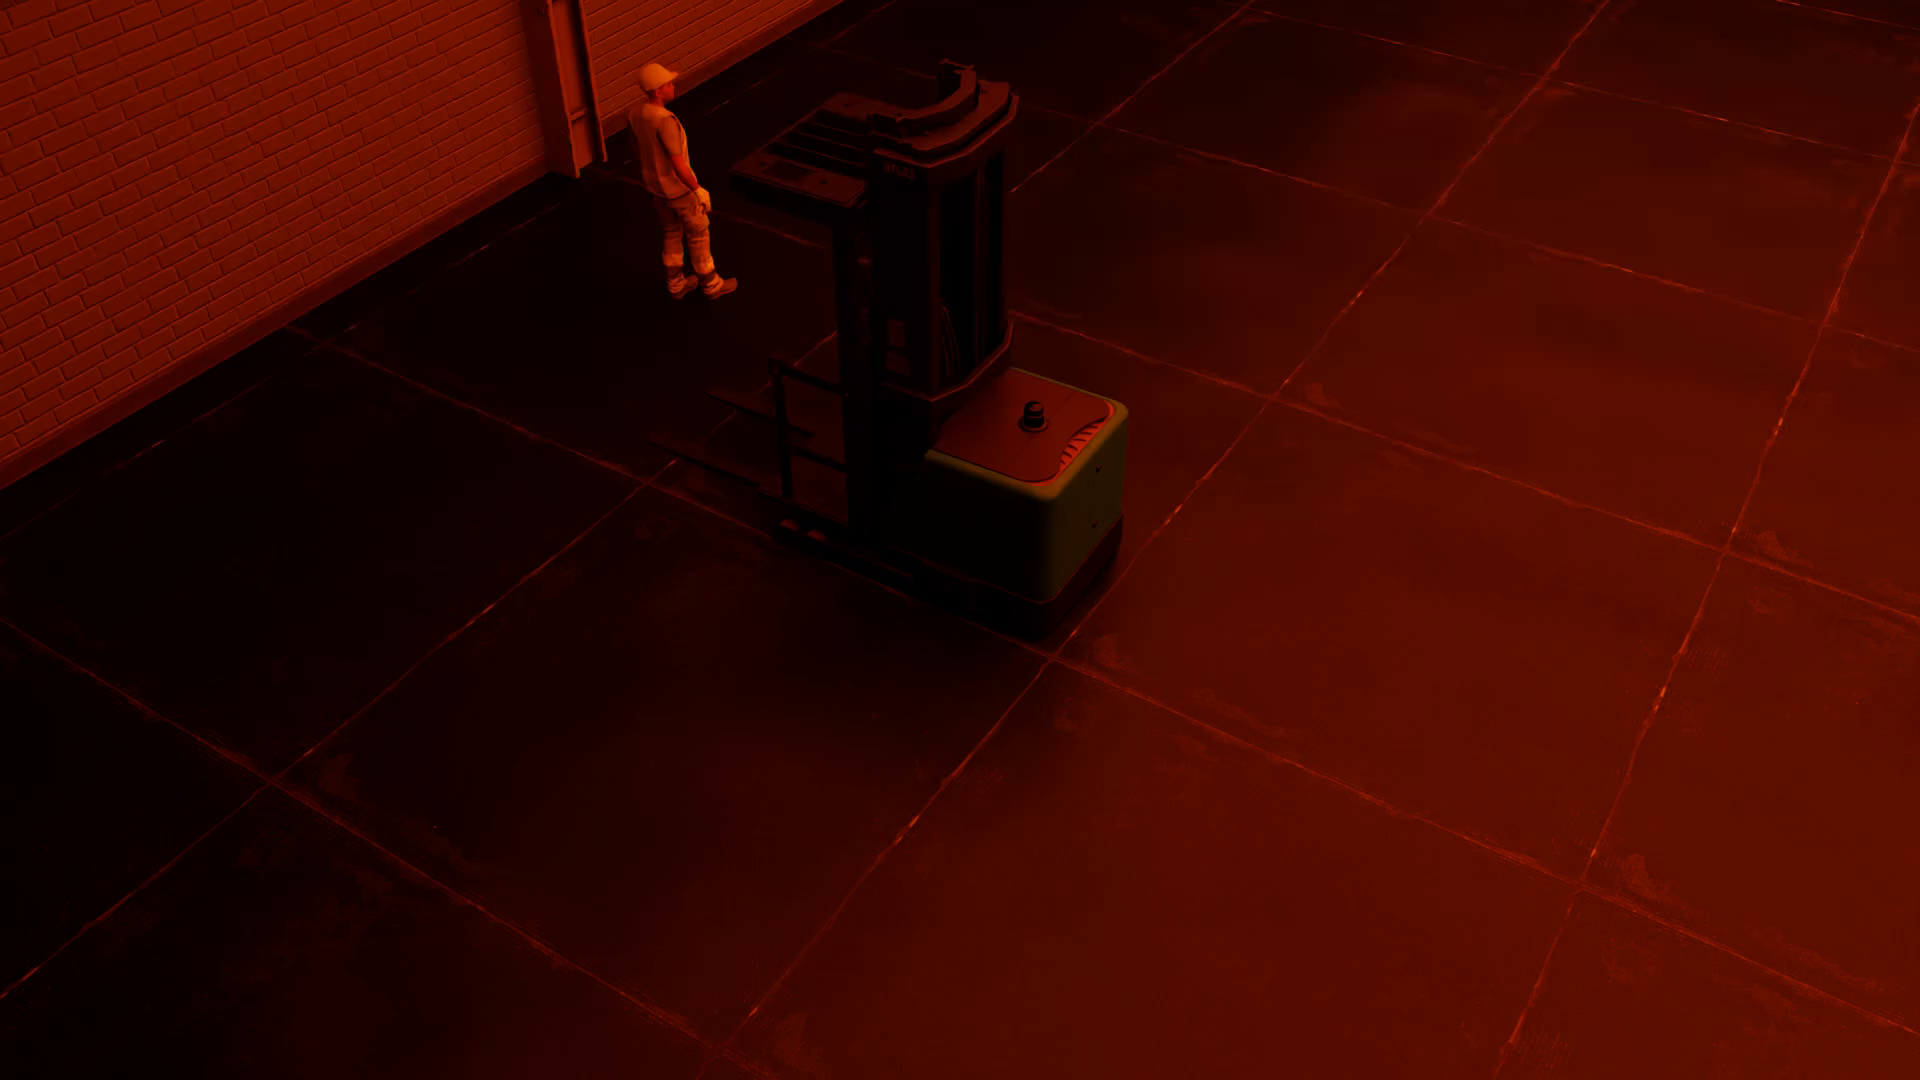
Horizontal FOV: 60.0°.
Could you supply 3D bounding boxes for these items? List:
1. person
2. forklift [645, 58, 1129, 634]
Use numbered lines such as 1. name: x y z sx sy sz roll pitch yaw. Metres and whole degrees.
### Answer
1. person: -1.981 -2.549 11.860 0.713 1.790 0.532 31 49 31
2. forklift: -0.552 -1.292 9.491 3.031 2.935 1.130 21 45 23
